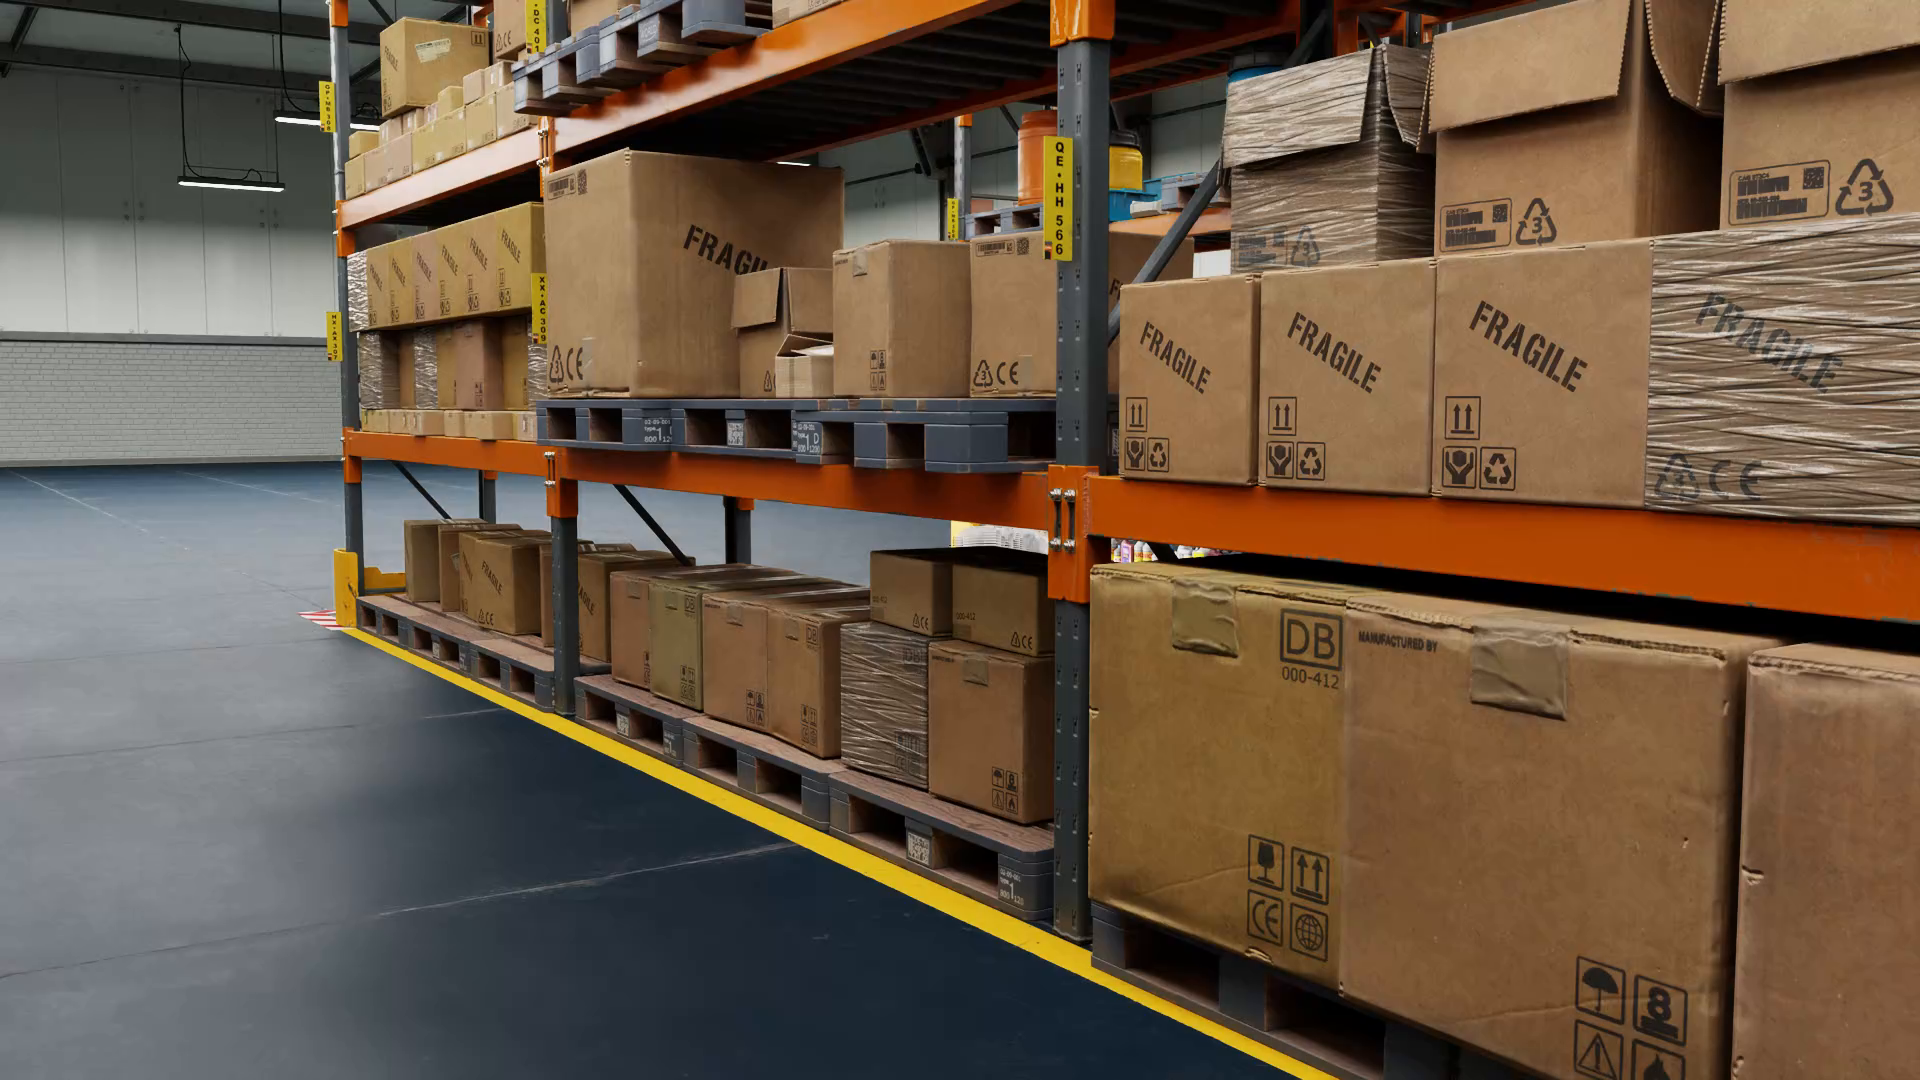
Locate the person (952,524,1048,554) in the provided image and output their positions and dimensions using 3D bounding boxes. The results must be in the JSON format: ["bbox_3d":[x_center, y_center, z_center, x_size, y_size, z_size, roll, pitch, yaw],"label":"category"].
[{"bbox_3d":[0.370,0.273,10.362,0.912,0.772,0.449,-3,6,-35],"label":"person"}]
